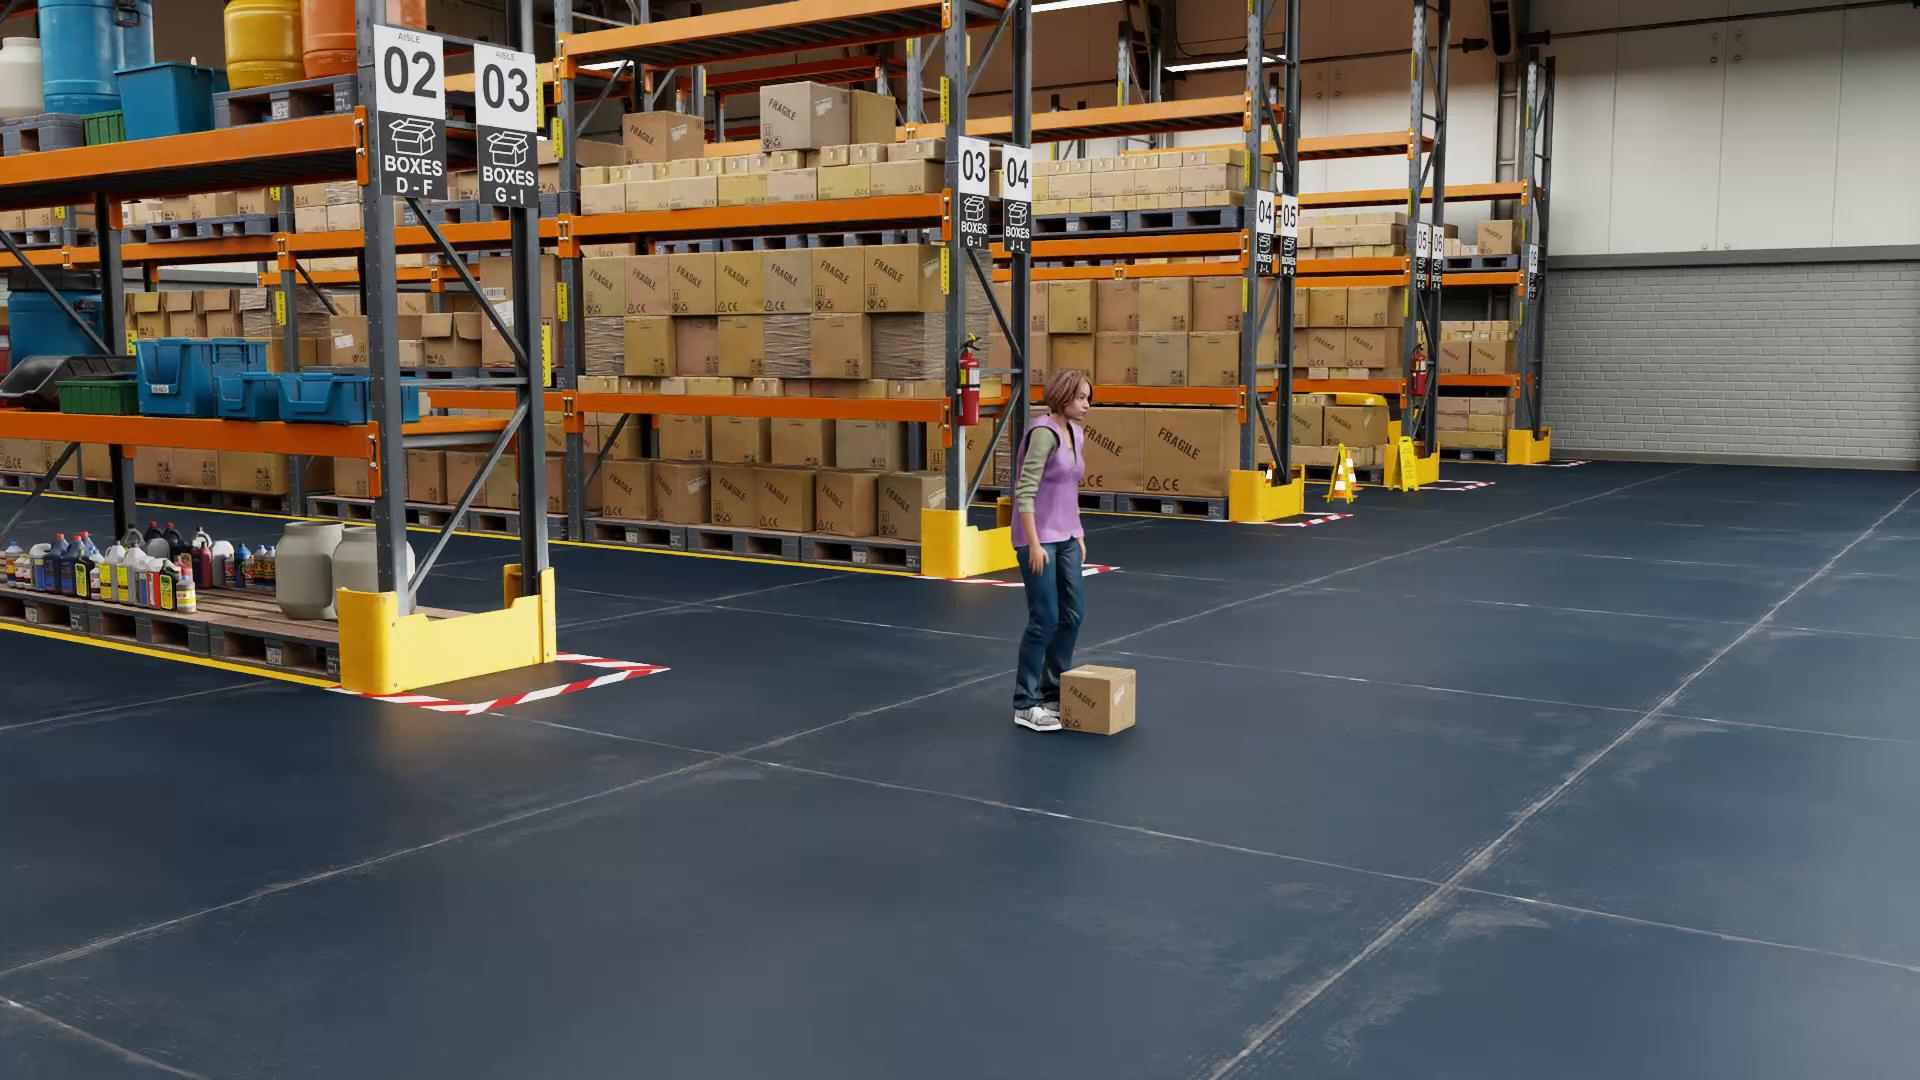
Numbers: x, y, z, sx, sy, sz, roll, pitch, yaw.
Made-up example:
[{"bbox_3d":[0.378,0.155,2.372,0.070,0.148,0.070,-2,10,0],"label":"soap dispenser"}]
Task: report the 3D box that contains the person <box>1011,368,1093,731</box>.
[{"bbox_3d":[0.422,0.052,7.445,0.366,1.546,0.470,4,8,33],"label":"person"}]
